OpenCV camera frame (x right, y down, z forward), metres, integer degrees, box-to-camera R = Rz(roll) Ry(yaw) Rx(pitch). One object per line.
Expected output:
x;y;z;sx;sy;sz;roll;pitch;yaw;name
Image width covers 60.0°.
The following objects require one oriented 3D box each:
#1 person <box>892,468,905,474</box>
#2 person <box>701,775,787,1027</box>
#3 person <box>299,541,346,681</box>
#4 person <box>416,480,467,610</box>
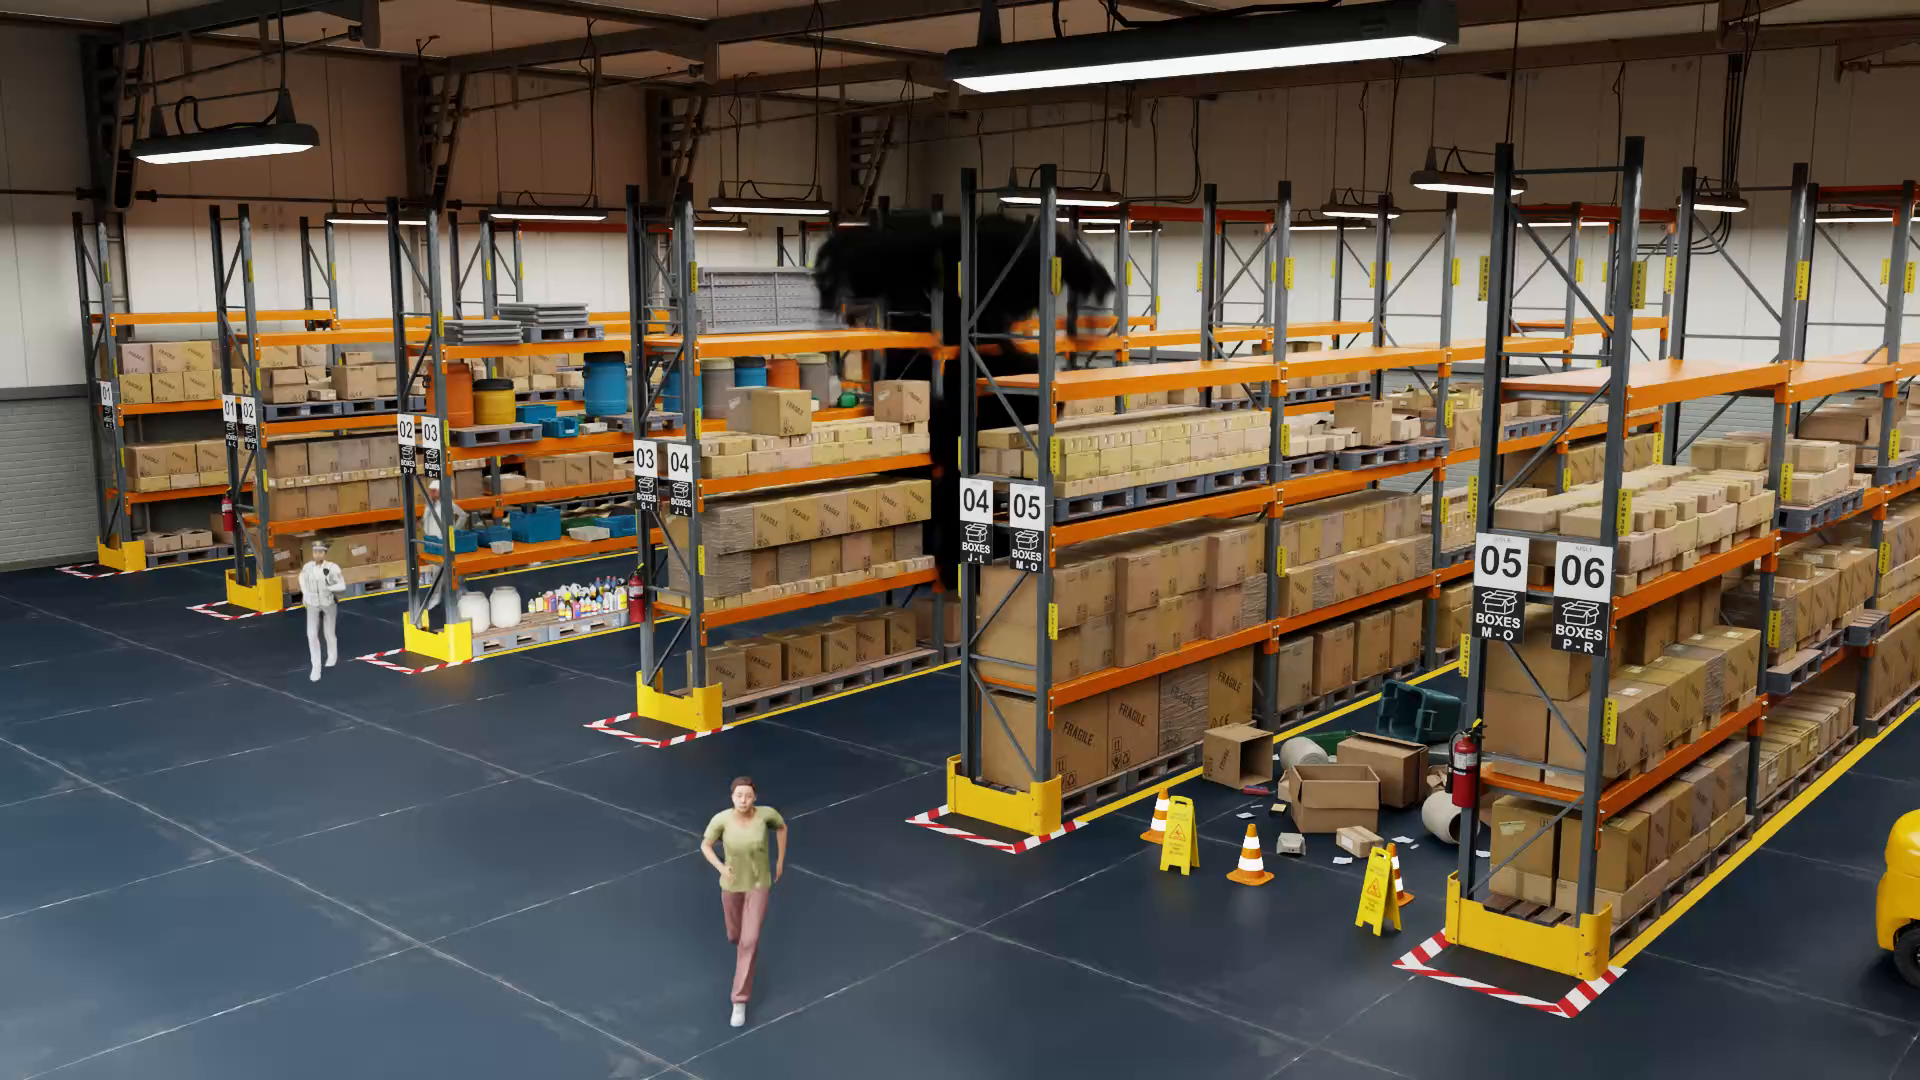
-1.189;-1.118;32.680;0.691;1.695;1.046;7;12;35;person
-1.510;2.433;11.692;0.600;1.664;0.986;-1;10;-5;person
-8.044;0.861;20.997;0.597;1.755;0.775;-2;10;-11;person
-7.434;0.043;23.771;0.651;1.816;0.824;8;12;40;person
